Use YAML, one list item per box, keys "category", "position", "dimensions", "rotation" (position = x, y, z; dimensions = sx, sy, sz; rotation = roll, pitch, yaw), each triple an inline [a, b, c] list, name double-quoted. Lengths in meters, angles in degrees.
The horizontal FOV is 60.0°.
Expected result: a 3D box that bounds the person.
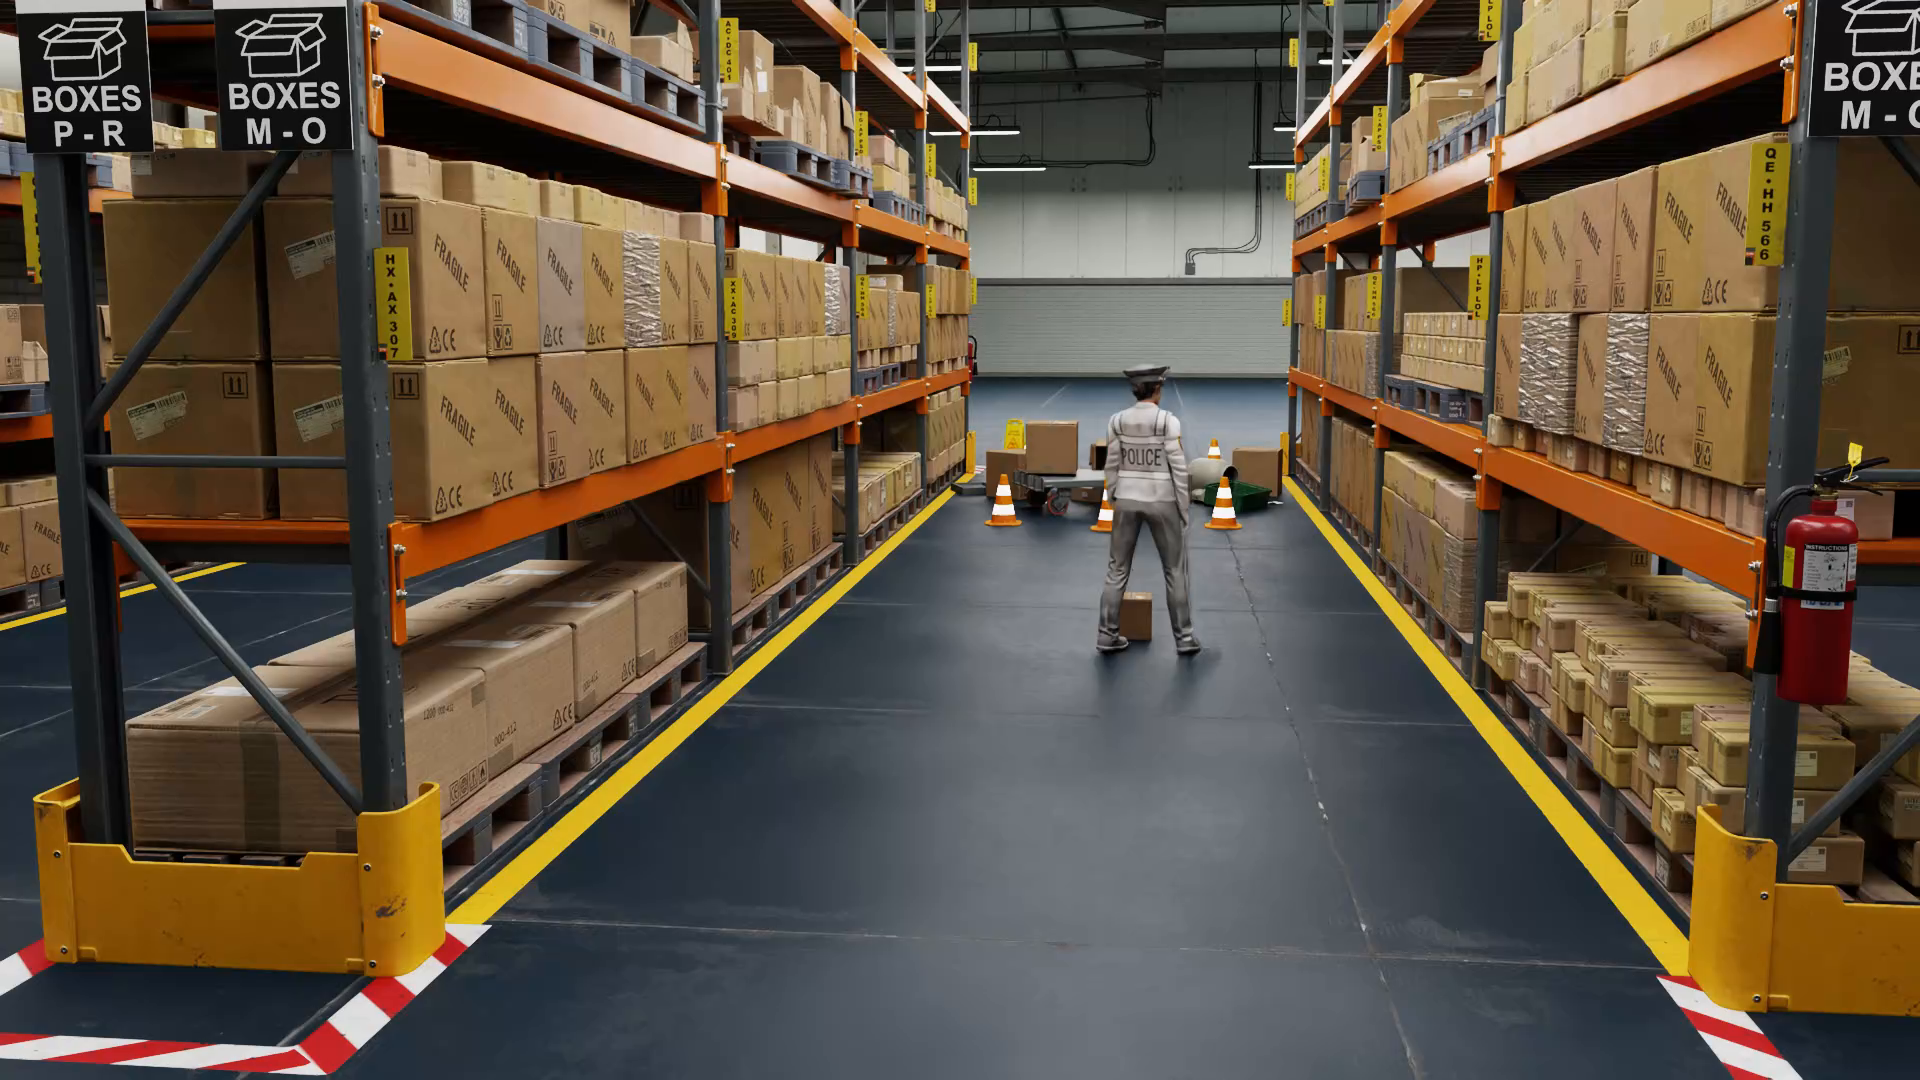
- category: "person"
  position: [1.056, -0.179, 9.580]
  dimensions: [0.509, 1.674, 0.399]
  rotation: [3, 8, 20]
